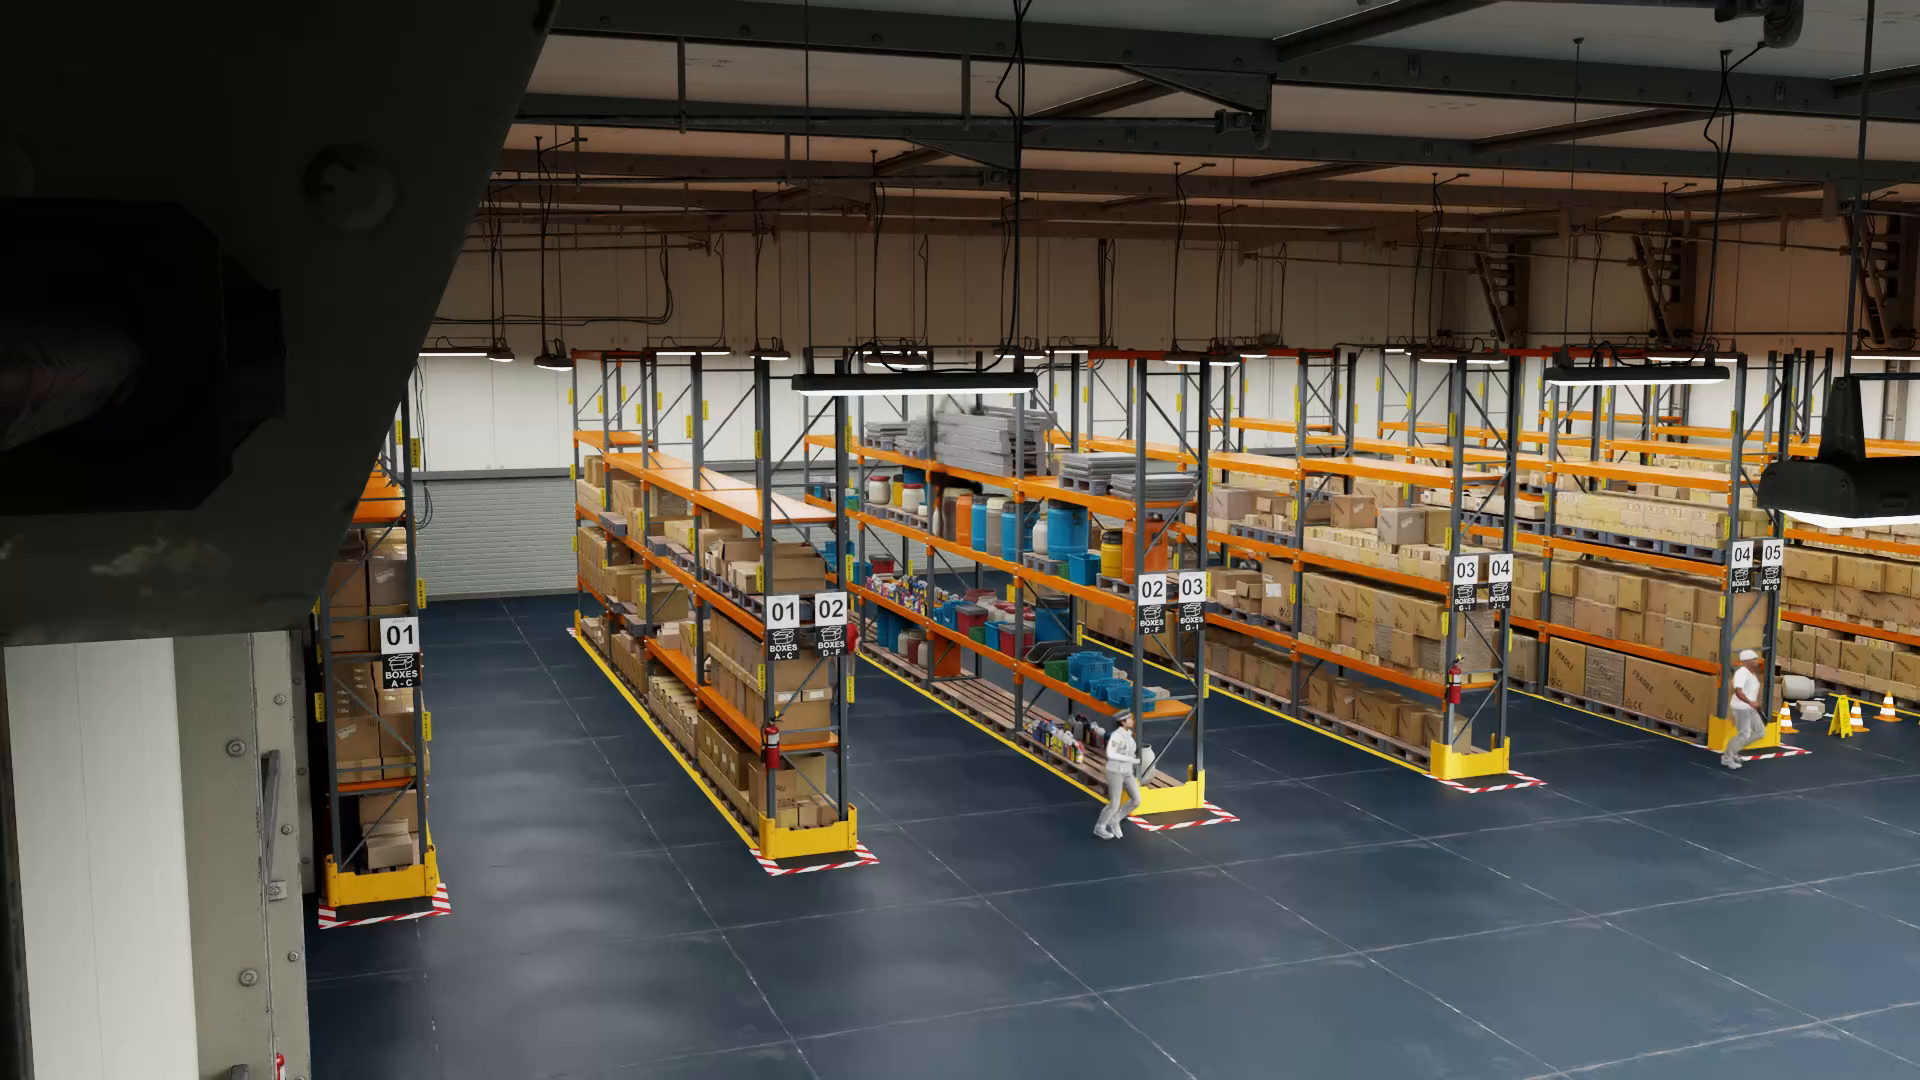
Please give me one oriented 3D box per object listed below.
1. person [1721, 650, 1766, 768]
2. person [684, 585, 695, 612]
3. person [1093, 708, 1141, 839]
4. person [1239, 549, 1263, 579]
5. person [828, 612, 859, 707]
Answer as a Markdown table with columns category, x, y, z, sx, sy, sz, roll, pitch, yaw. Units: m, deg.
| category | x | y | z | sx | sy | sz | roll | pitch | yaw |
| --- | --- | --- | --- | --- | --- | --- | --- | --- | --- |
| person | 11.514 | 2.460 | 24.332 | 0.544 | 1.699 | 0.740 | 6 | 9 | 38 |
| person | -5.882 | 1.145 | 35.626 | 0.579 | 1.540 | 0.490 | -6 | 10 | -42 |
| person | 2.046 | 2.927 | 20.902 | 0.590 | 1.647 | 0.579 | 5 | 9 | 36 |
| person | 6.257 | 1.035 | 35.542 | 0.666 | 1.670 | 1.066 | -2 | 7 | -14 |
| person | -1.944 | 2.004 | 28.074 | 0.651 | 1.684 | 0.602 | -5 | 9 | -36 |
